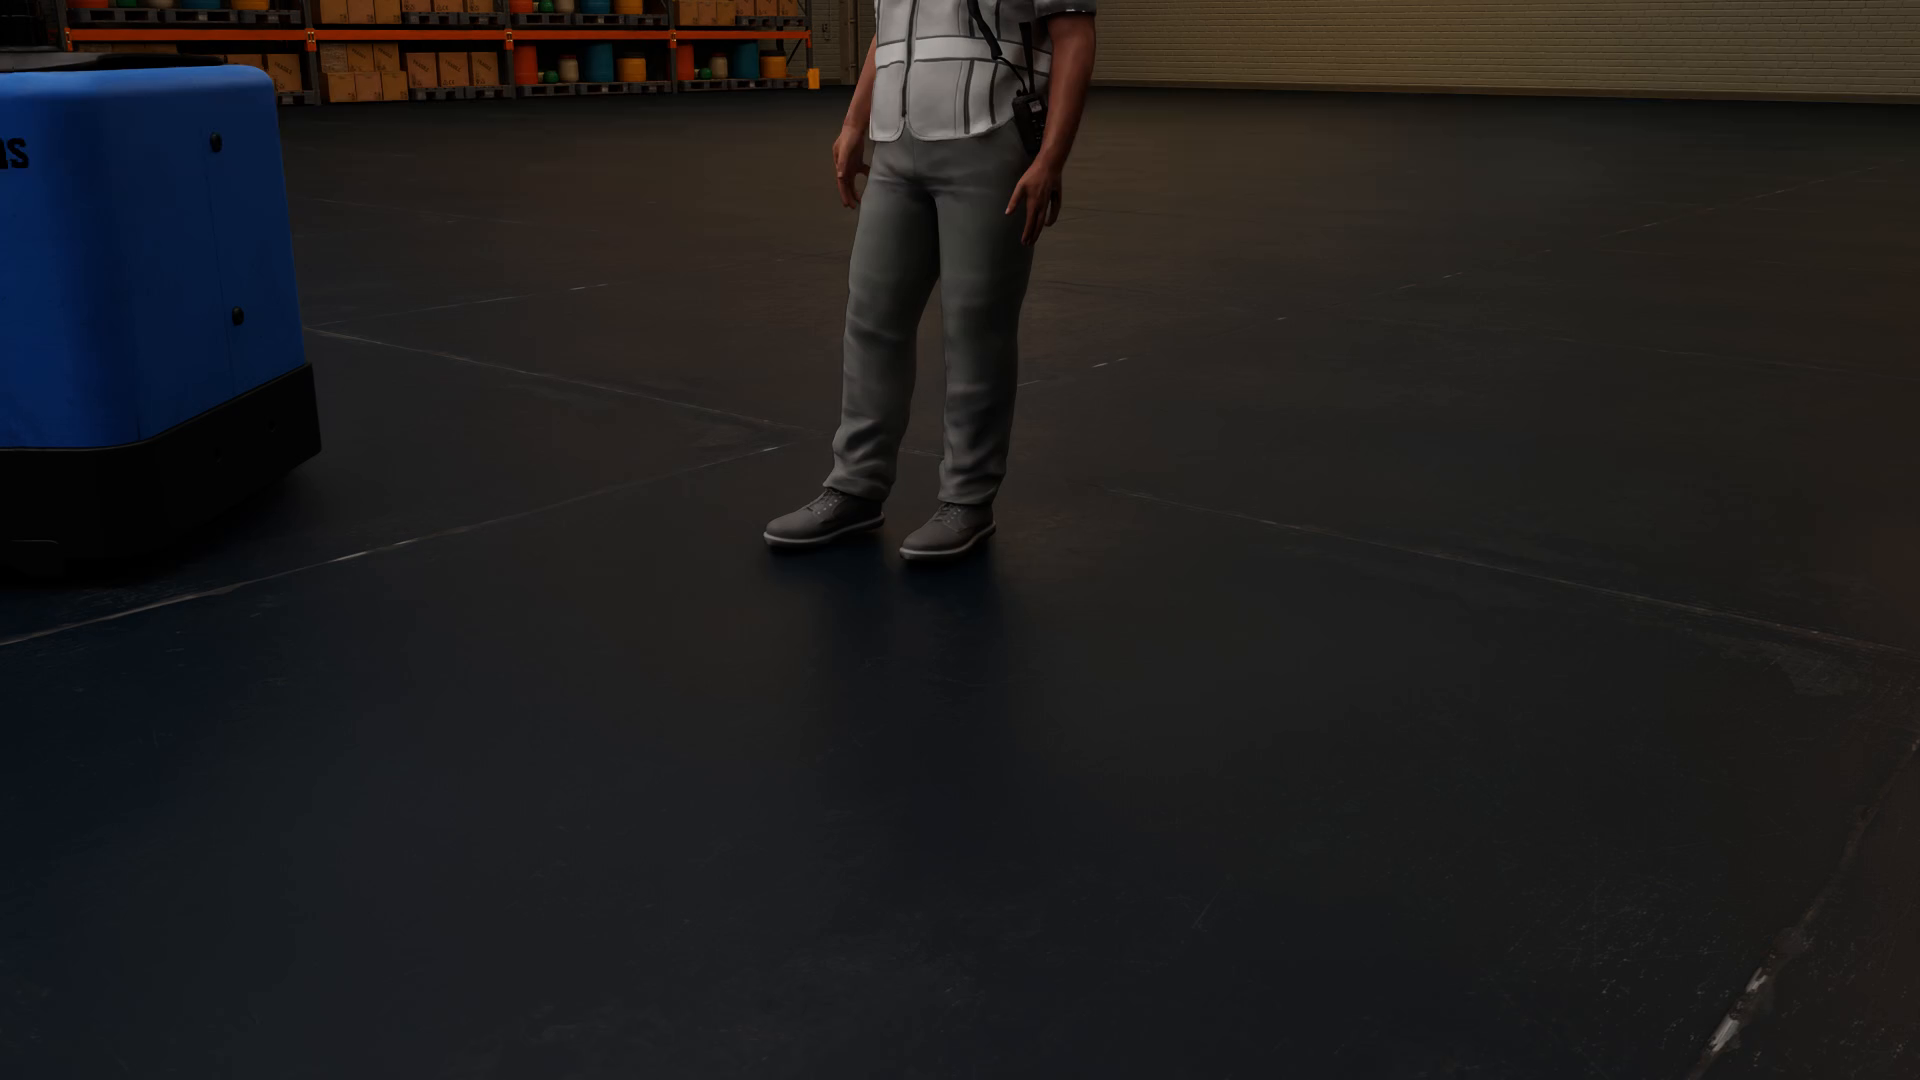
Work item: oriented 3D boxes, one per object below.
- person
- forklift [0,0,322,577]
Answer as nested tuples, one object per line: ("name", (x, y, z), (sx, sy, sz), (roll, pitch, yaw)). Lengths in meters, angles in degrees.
("person", (-0.059, -0.844, 3.631), (0.640, 1.781, 0.575), (13, 21, 37))
("forklift", (-3.243, -1.454, 3.687), (3.031, 2.935, 1.130), (0, 17, 1))
